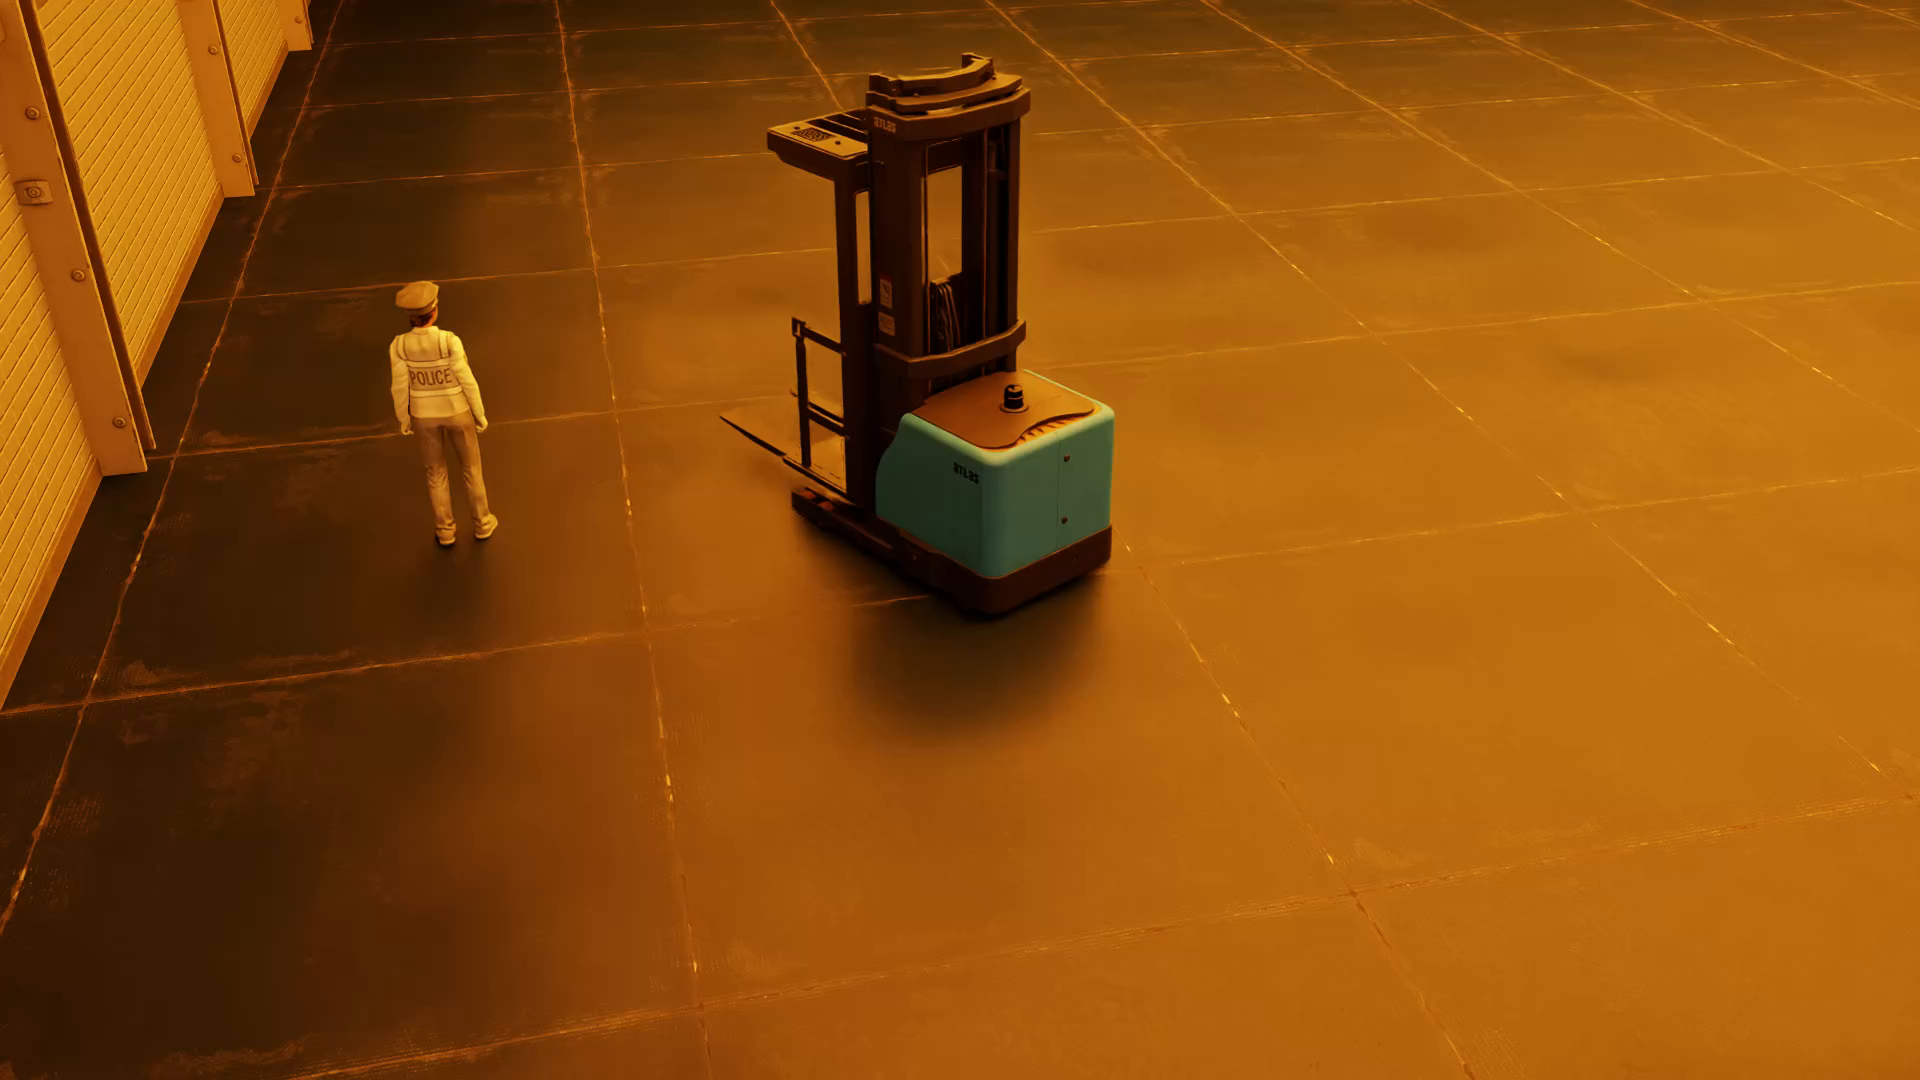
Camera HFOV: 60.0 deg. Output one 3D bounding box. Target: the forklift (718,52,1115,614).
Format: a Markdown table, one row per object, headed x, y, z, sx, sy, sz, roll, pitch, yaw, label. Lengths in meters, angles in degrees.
| x | y | z | sx | sy | sz | roll | pitch | yaw | label |
| --- | --- | --- | --- | --- | --- | --- | --- | --- | --- |
| -0.433 | -1.498 | 10.163 | 1.130 | 2.935 | 3.031 | -24 | 38 | -35 | forklift |

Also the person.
| x | y | z | sx | sy | sz | roll | pitch | yaw | label |
| --- | --- | --- | --- | --- | --- | --- | --- | --- | --- |
| -3.158 | -0.766 | 10.148 | 0.523 | 1.686 | 0.350 | -4 | 30 | -7 | person |
